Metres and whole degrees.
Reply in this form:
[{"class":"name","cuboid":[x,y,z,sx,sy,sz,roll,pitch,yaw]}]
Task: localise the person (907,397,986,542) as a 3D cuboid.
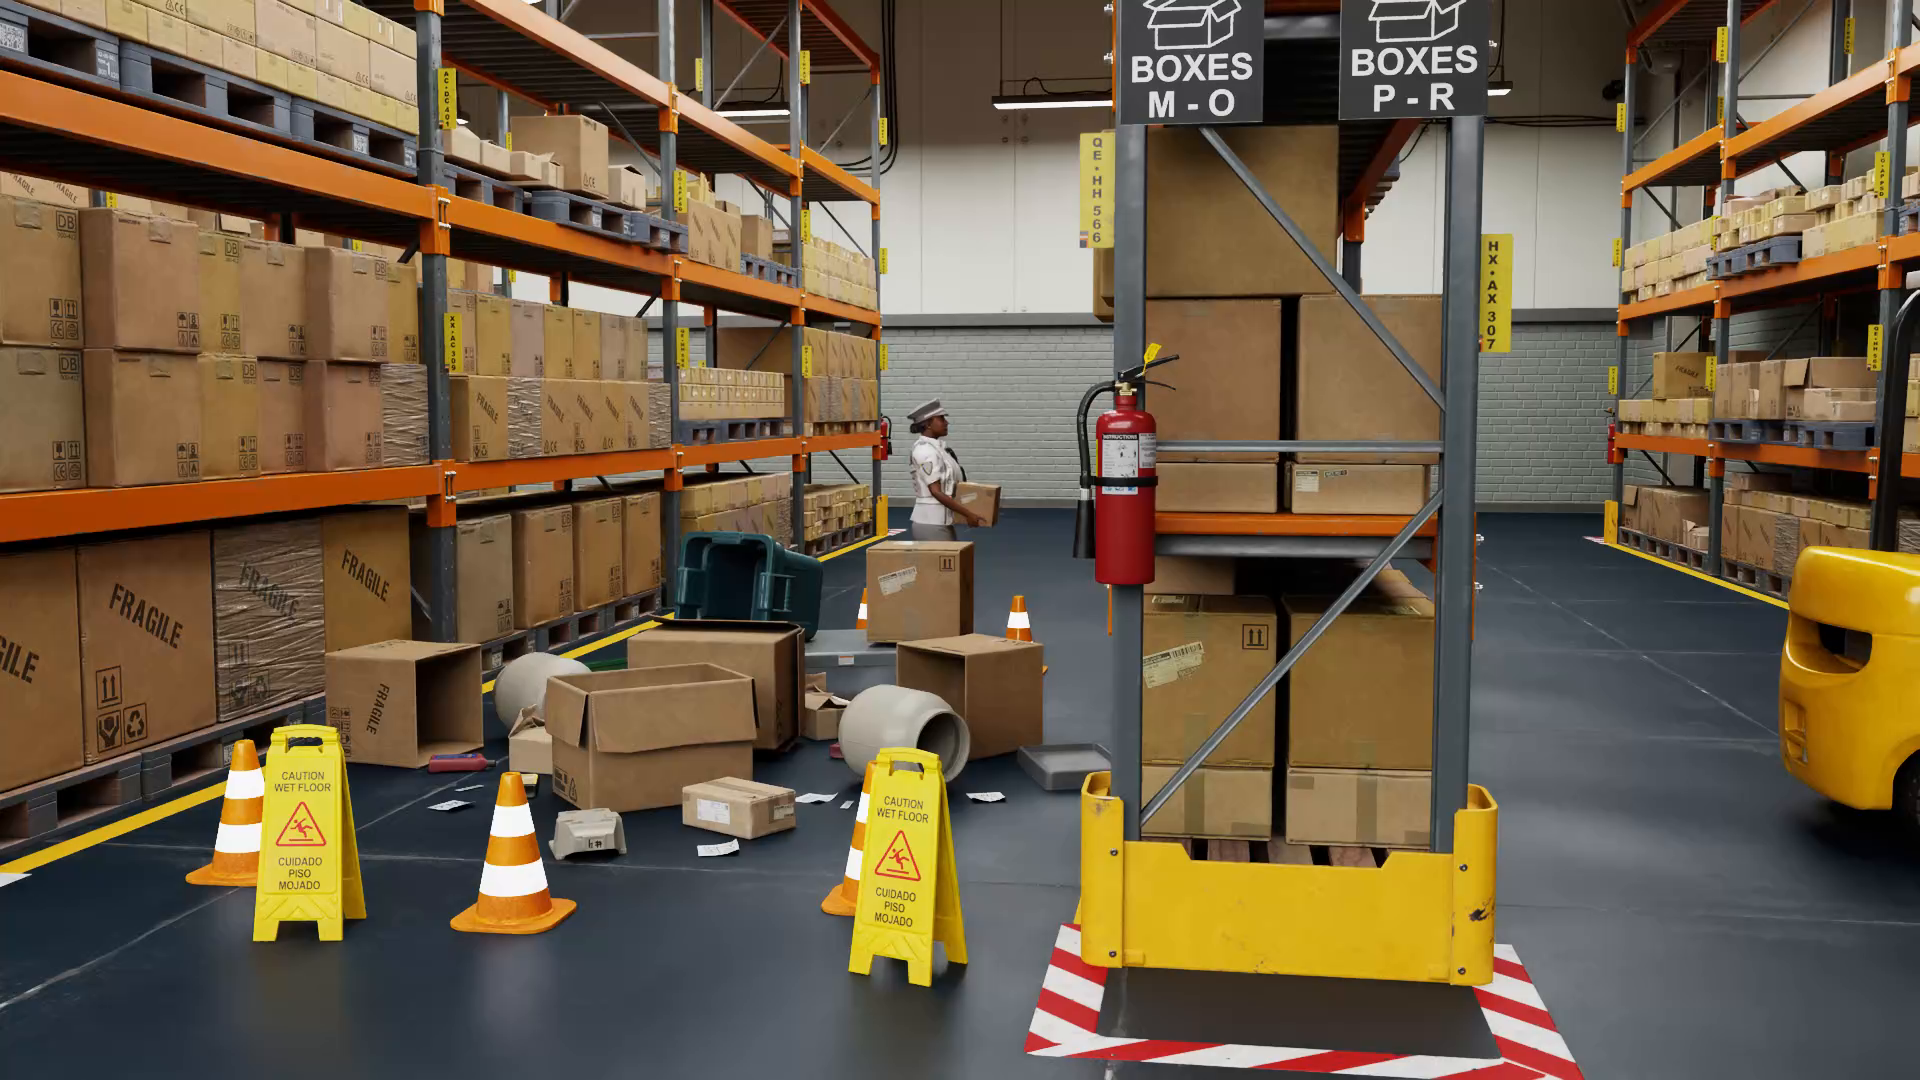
[{"class":"person","cuboid":[-0.077,-0.078,10.695,0.540,1.688,0.449,1,5,9]}]
